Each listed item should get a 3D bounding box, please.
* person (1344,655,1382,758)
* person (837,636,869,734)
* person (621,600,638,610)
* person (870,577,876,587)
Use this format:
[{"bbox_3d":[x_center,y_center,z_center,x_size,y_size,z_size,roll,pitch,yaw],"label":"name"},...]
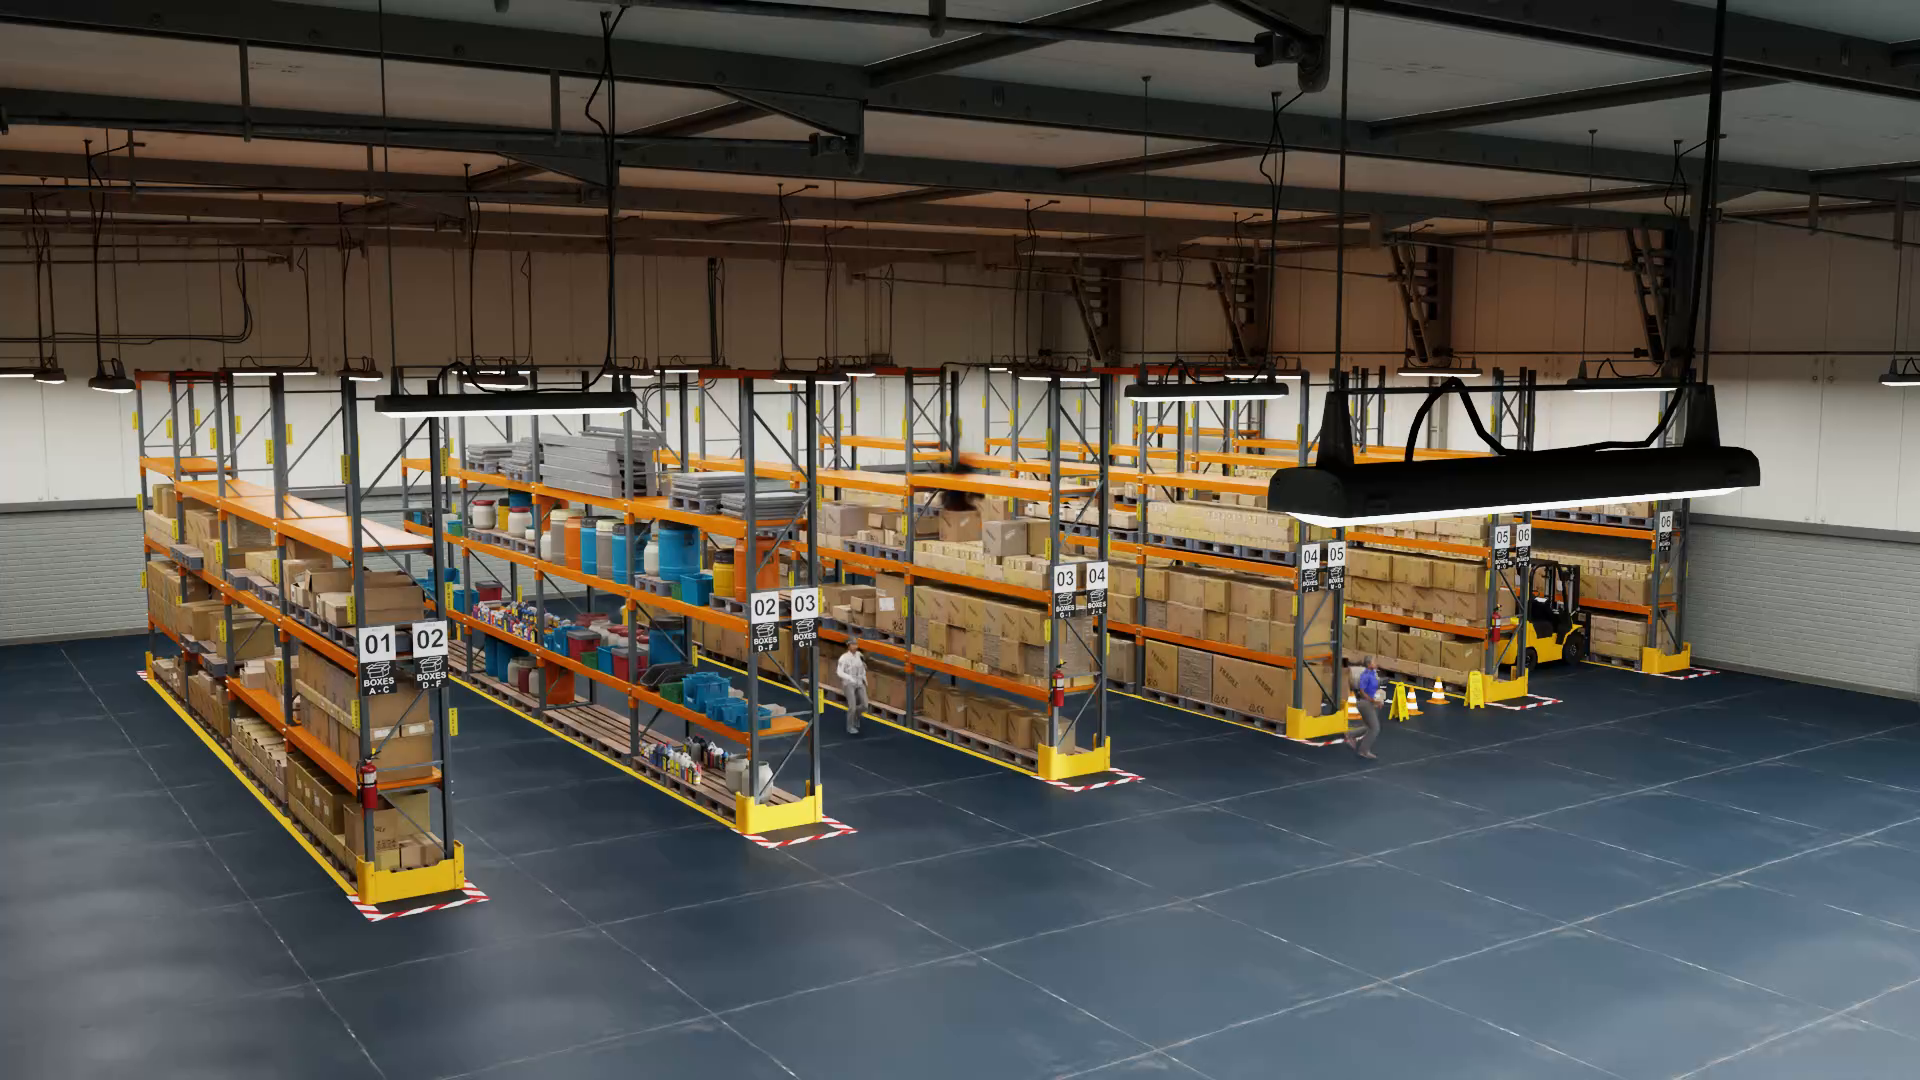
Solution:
[{"bbox_3d":[6.346,2.604,26.128,0.603,1.618,0.607,3,7,23],"label":"person"},{"bbox_3d":[-1.727,2.398,27.505,0.589,1.653,0.528,-4,8,-32],"label":"person"},{"bbox_3d":[-7.657,1.124,39.306,0.760,1.628,0.637,-2,7,-16],"label":"person"},{"bbox_3d":[-2.031,0.833,41.768,0.533,1.625,0.619,5,8,35],"label":"person"}]
